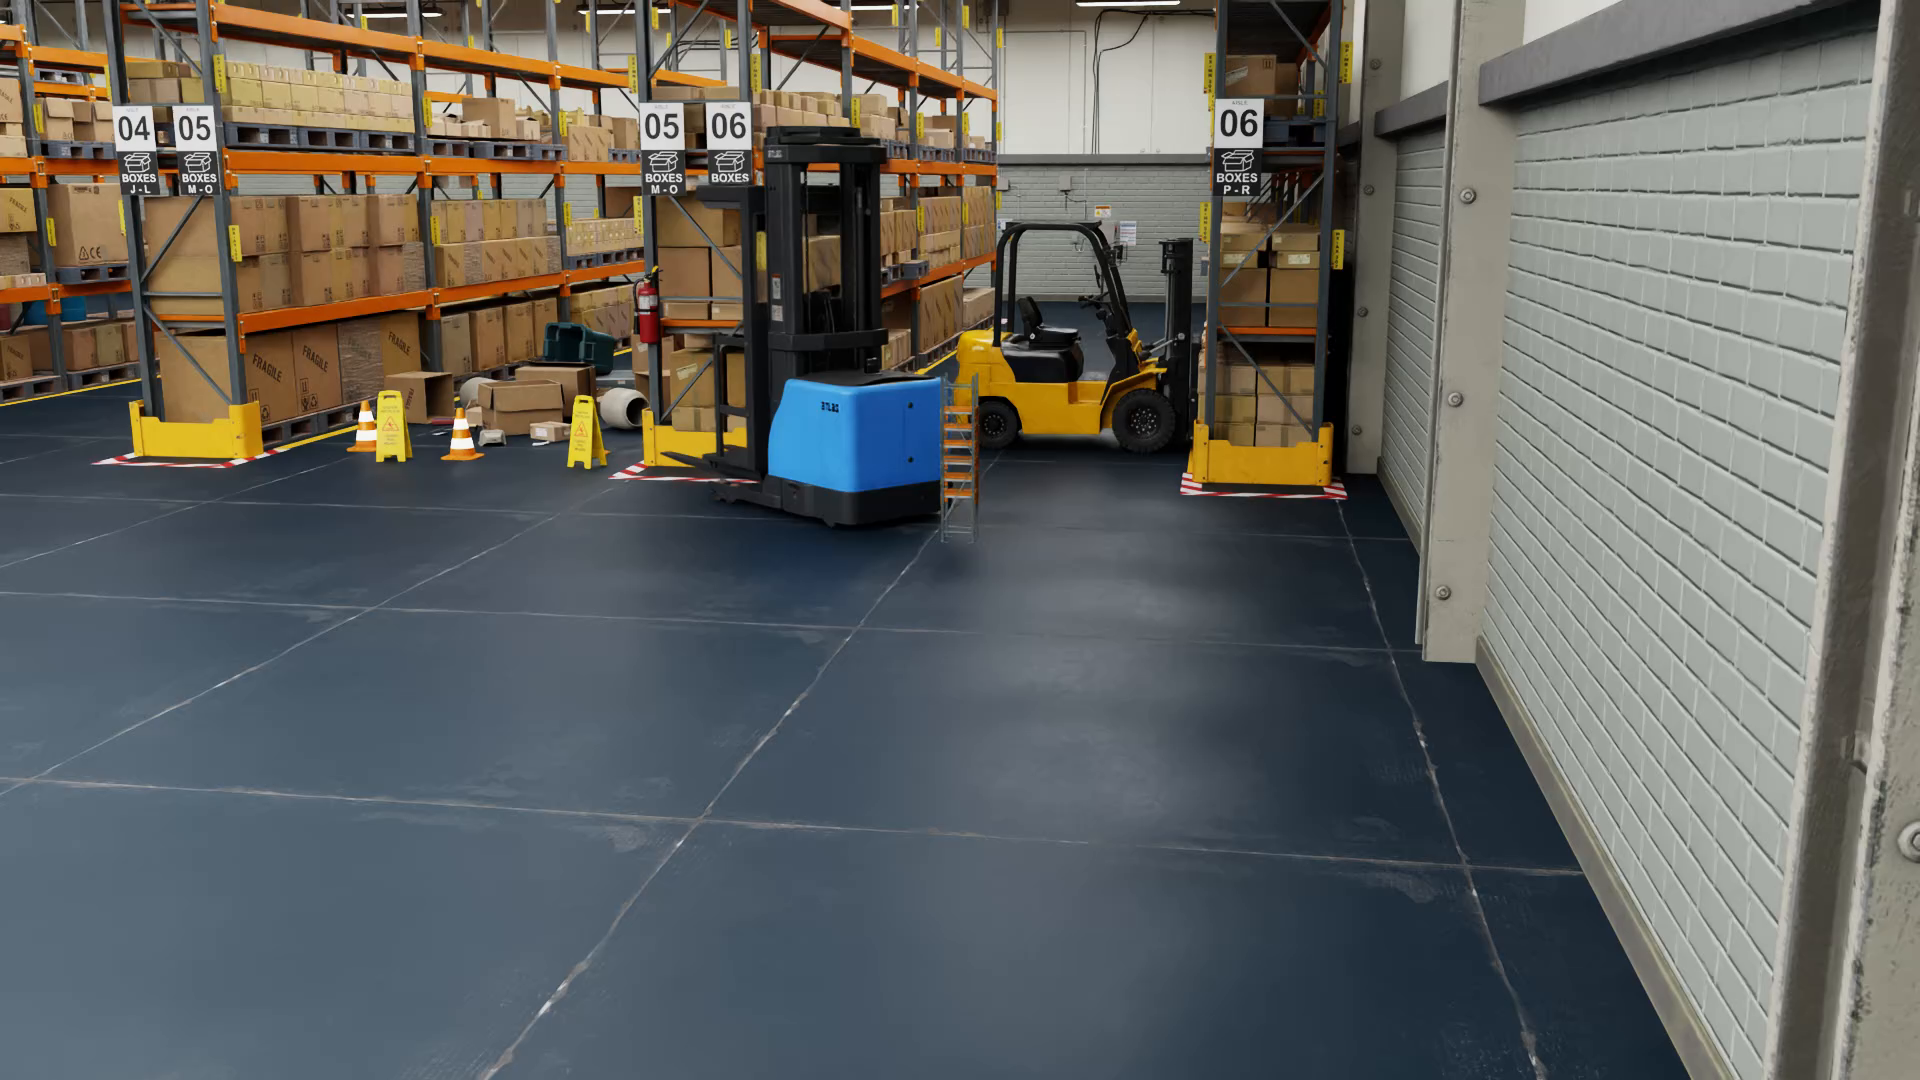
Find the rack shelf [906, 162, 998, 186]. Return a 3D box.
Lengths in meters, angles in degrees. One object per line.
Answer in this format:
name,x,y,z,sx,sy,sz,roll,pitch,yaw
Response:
rack shelf,-0.147,-6.173,28.104,1.077,0.370,4.000,2,12,9

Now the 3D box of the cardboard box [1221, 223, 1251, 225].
cardboard box,2.878,-3.271,17.568,0.380,0.149,0.250,2,12,10

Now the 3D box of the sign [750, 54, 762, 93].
sign,-1.764,-4.020,14.331,0.100,0.325,0.005,2,12,9

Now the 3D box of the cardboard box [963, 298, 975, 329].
cardboard box,-0.252,-3.722,27.228,0.875,0.438,0.875,2,12,8

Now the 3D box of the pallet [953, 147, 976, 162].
pallet,-0.318,-6.235,26.894,1.003,0.211,1.213,2,12,9

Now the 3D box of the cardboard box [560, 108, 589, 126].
cardboard box,-5.562,-6.075,23.887,0.396,0.266,0.258,2,12,9

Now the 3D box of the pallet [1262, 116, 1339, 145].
pallet,2.740,-3.553,14.451,1.003,0.211,1.213,2,12,9

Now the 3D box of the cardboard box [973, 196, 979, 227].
cardboard box,0.032,-5.482,27.700,0.500,0.500,0.500,2,12,10

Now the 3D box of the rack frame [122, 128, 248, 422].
rack frame,-7.207,-2.283,15.468,1.000,3.000,0.127,2,12,9

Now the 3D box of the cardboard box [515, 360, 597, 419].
cardboard box,-4.396,-1.632,18.051,0.797,0.637,0.503,2,12,9

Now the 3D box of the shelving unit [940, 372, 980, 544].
shelving unit,-0.002,-0.584,11.853,0.258,1.200,0.189,2,12,9

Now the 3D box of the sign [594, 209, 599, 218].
sign,-5.898,-5.220,27.042,0.100,0.325,0.005,2,12,9

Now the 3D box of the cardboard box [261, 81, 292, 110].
cardboard box,-6.802,-4.274,15.999,0.500,0.250,0.500,2,12,8

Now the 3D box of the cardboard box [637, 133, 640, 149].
cardboard box,-5.050,-6.511,27.135,0.500,0.250,0.500,2,12,11

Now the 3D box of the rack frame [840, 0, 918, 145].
rack frame,-1.069,-6.742,21.916,1.000,3.000,0.127,2,12,9

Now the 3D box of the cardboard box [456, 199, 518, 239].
cardboard box,-6.208,-4.181,21.662,0.700,0.500,0.500,2,12,8

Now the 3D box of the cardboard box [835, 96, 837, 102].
cardboard box,-1.586,-5.157,19.855,0.500,0.250,0.500,2,12,10

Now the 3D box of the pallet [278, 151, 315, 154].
pallet,-10.646,-5.873,25.453,1.003,0.211,1.213,2,12,11

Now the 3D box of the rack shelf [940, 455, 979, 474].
rack shelf,-0.002,-0.540,11.862,0.258,0.103,0.180,2,12,9

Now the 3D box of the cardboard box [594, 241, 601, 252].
cardboard box,-5.547,-4.341,24.617,0.380,0.149,0.250,2,12,11

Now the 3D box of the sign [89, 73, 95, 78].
sign,-14.597,-7.936,27.952,0.100,0.325,0.005,2,12,9

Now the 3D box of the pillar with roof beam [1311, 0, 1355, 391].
pillar with roof beam,0.272,-6.421,20.426,9.100,9.000,0.400,2,12,9

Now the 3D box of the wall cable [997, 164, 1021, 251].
wall cable,1.005,-7.161,35.615,0.585,1.953,0.123,2,12,9

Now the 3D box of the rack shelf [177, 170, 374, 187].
rack shelf,-10.554,-5.661,25.730,1.077,0.370,4.000,2,12,9

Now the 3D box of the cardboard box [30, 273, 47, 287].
cardboard box,-11.219,-3.120,19.949,0.380,0.149,0.250,2,12,9

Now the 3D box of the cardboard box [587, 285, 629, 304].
cardboard box,-5.385,-3.751,25.434,0.500,0.250,0.500,1,12,6

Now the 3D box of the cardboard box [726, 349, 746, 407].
cardboard box,-1.899,-1.535,15.748,0.500,0.500,0.500,1,12,7

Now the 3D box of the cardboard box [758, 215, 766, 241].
cardboard box,-2.161,-3.254,16.657,0.700,0.500,0.500,2,12,8

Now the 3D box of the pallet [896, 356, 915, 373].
pallet,-1.191,-2.283,22.087,1.003,0.211,1.213,2,12,9

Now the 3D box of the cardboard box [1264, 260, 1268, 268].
cardboard box,3.087,-2.341,15.498,0.500,0.500,0.500,2,12,8

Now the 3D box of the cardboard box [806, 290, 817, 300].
cardboard box,-1.659,-2.458,16.876,0.380,0.149,0.250,2,12,9

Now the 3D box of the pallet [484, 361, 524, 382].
pallet,-6.362,-2.170,21.563,1.003,0.211,1.213,2,12,9

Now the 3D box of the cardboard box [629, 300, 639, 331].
cardboard box,-5.305,-3.495,26.029,0.500,0.500,0.500,2,12,7

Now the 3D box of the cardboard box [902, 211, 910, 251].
cardboard box,-0.933,-3.997,21.480,0.500,0.500,0.500,2,12,8

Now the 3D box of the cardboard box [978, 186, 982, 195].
cardboard box,0.162,-5.981,28.474,0.380,0.149,0.250,2,12,10

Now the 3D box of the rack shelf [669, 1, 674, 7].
rack shelf,-5.053,-9.403,28.084,1.077,0.370,4.000,2,12,9

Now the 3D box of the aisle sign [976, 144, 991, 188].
aisle sign,0.478,-6.750,30.025,0.394,0.787,0.004,2,12,9

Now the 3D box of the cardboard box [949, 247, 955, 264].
cardboard box,-0.354,-4.361,25.465,0.500,0.250,0.500,2,12,8

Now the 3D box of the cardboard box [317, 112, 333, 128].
cardboard box,-6.604,-4.258,16.871,0.380,0.149,0.250,2,12,9

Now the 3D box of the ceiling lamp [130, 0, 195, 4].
ceiling lamp,-16.535,-12.380,34.225,2.000,3.185,0.800,2,12,9

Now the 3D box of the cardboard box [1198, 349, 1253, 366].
cardboard box,2.508,-1.651,15.693,0.500,0.250,0.500,2,12,9

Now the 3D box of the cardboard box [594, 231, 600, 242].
cardboard box,-5.548,-4.487,24.587,0.380,0.149,0.250,2,12,9

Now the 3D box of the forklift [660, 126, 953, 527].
forklift,-1.384,-1.779,13.290,1.130,2.935,3.031,-10,16,-39

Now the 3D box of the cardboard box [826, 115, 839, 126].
cardboard box,-1.563,-4.309,17.398,0.500,0.250,0.500,2,12,8

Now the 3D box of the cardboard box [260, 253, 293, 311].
cardboard box,-7.131,-2.550,16.351,0.875,0.550,0.550,2,12,9

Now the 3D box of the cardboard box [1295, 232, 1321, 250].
cardboard box,2.971,-2.611,14.508,0.380,0.149,0.250,2,12,11

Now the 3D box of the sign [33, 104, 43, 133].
sign,-10.939,-5.001,19.730,0.100,0.325,0.005,2,12,9

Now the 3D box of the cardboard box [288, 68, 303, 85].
cardboard box,-6.683,-4.541,16.296,0.380,0.149,0.250,2,12,8

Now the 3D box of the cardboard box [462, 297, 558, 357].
cardboard box,-6.159,-2.930,22.813,1.050,0.750,0.750,2,12,8

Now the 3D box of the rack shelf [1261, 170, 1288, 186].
rack shelf,4.143,-5.180,23.497,1.077,0.370,4.000,2,12,9

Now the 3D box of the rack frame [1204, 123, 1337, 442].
rack frame,2.605,-1.984,14.078,1.000,3.000,0.127,2,12,9

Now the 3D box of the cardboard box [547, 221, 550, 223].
cardboard box,-6.235,-4.601,24.411,0.380,0.149,0.250,2,12,10

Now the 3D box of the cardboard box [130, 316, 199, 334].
cardboard box,-11.018,-2.867,23.067,0.700,0.500,0.500,1,12,4

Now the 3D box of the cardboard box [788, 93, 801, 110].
cardboard box,-1.745,-4.204,15.963,0.380,0.149,0.250,2,12,10

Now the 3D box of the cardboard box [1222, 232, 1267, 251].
cardboard box,2.452,-2.577,14.346,0.380,0.149,0.250,2,12,9
